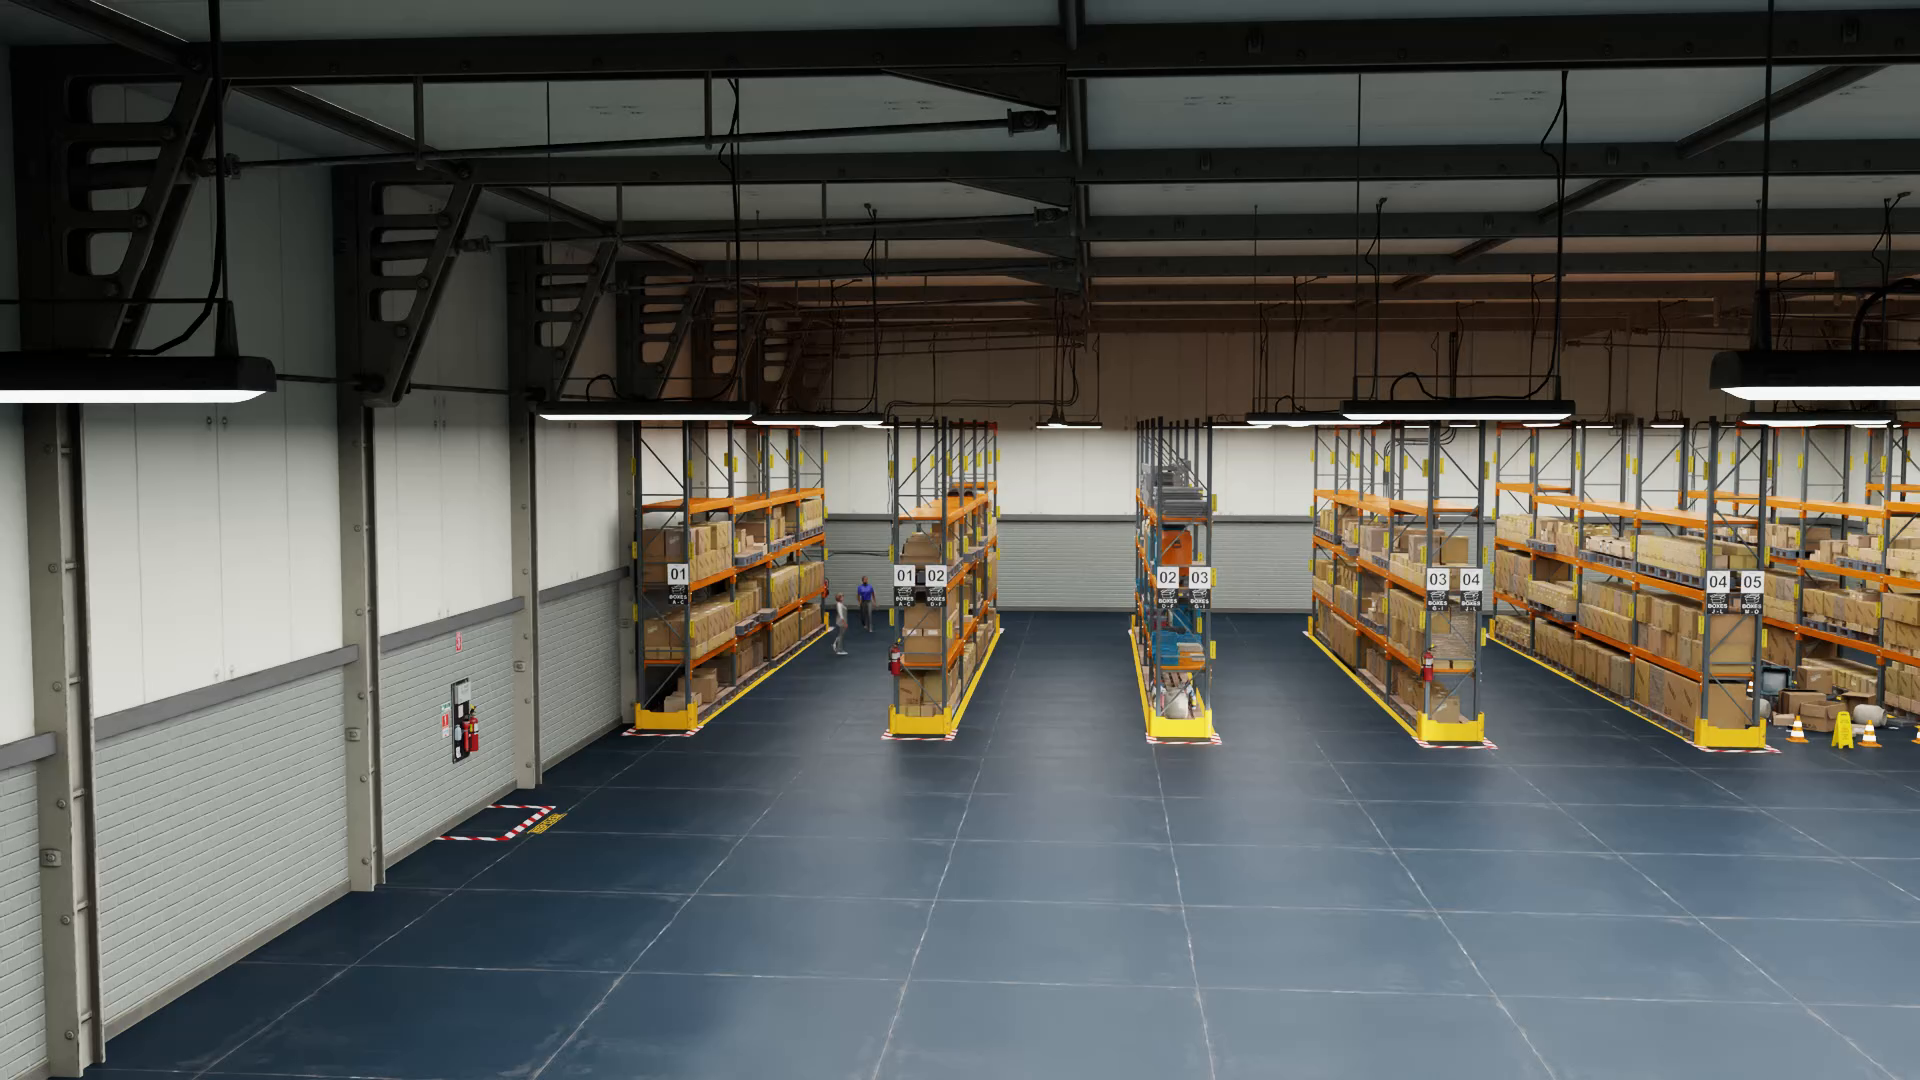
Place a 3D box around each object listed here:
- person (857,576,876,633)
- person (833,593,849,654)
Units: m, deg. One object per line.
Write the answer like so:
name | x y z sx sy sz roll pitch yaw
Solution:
person | -2.667 1.825 47.373 0.535 1.603 0.881 0 4 -3
person | -3.013 2.143 42.503 0.421 1.584 0.457 -1 4 -18
